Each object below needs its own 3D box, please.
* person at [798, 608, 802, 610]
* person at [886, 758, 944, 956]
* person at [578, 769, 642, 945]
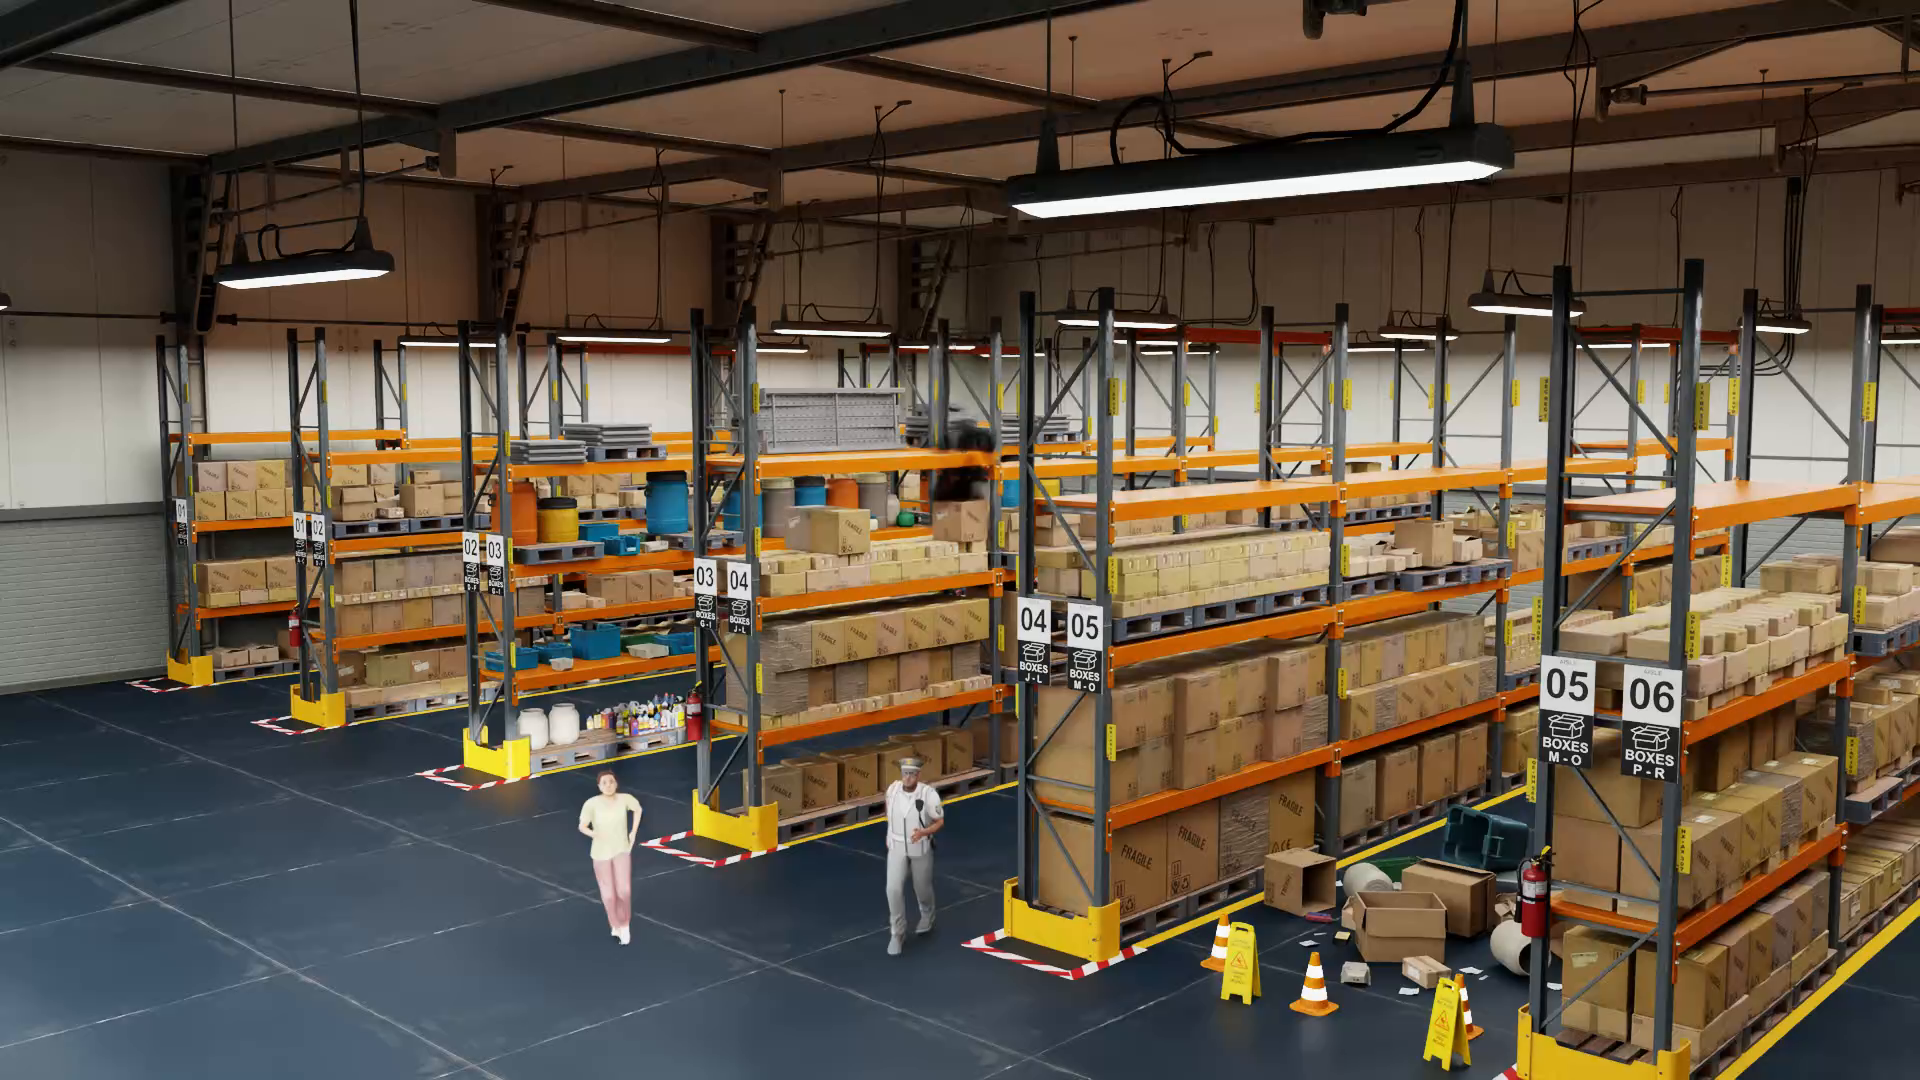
[{"bbox_3d":[-3.148,1.563,29.425,0.596,1.739,0.764,3,6,32],"label":"person"},{"bbox_3d":[-0.429,2.863,15.307,0.595,1.815,0.877,1,5,10],"label":"person"},{"bbox_3d":[-3.213,2.904,15.299,0.570,1.636,0.689,-1,5,-10],"label":"person"}]
